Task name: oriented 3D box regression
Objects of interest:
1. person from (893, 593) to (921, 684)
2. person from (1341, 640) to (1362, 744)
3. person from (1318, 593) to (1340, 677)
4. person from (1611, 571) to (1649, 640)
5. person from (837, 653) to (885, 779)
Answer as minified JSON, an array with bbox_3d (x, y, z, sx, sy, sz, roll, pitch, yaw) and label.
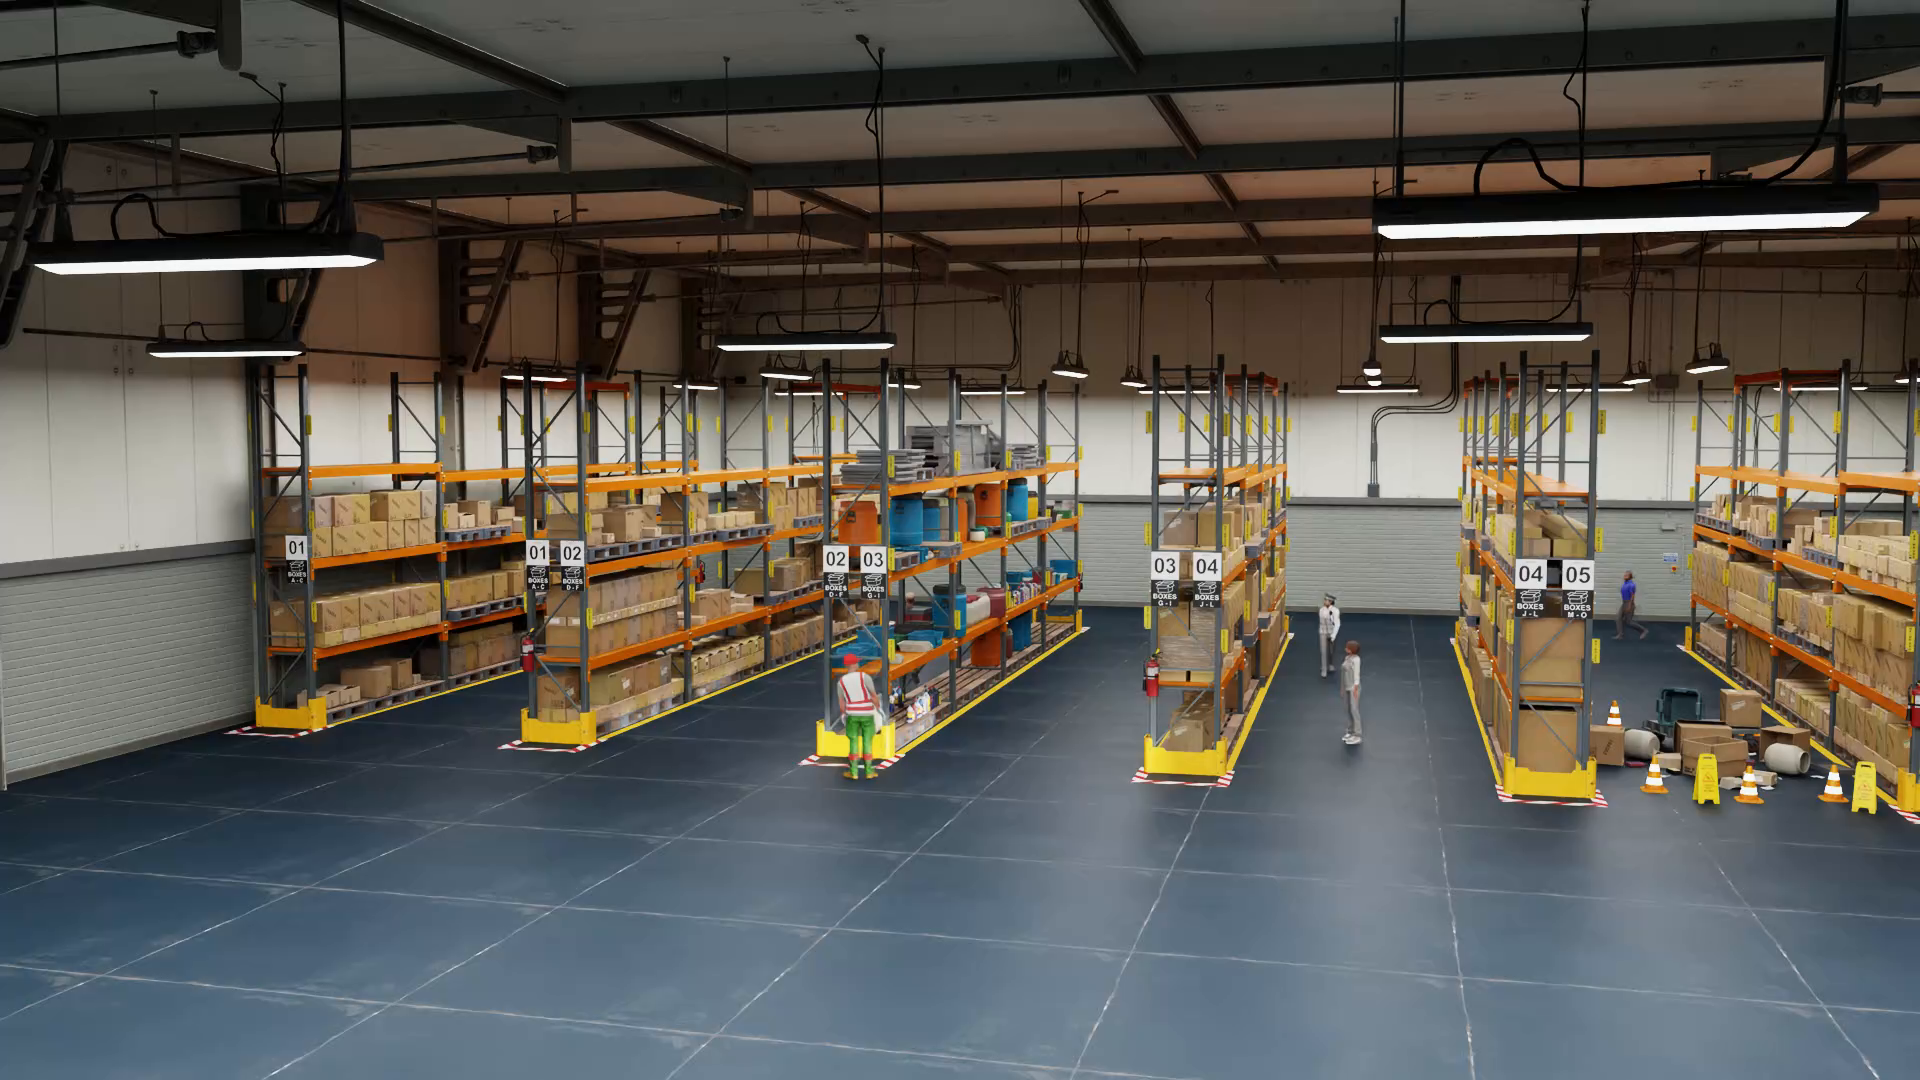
[{"bbox_3d":[-0.979,1.888,32.043,0.683,1.770,0.707,-1,4,-20],"label":"person"},{"bbox_3d":[6.186,2.391,26.324,0.354,1.608,0.486,-1,4,-15],"label":"person"},{"bbox_3d":[7.388,1.880,33.287,0.422,1.640,0.974,1,4,11],"label":"person"},{"bbox_3d":[15.533,1.517,38.547,0.777,1.615,0.462,1,4,10],"label":"person"},{"bbox_3d":[-1.393,2.488,23.537,0.674,1.791,0.415,0,4,6],"label":"person"}]
